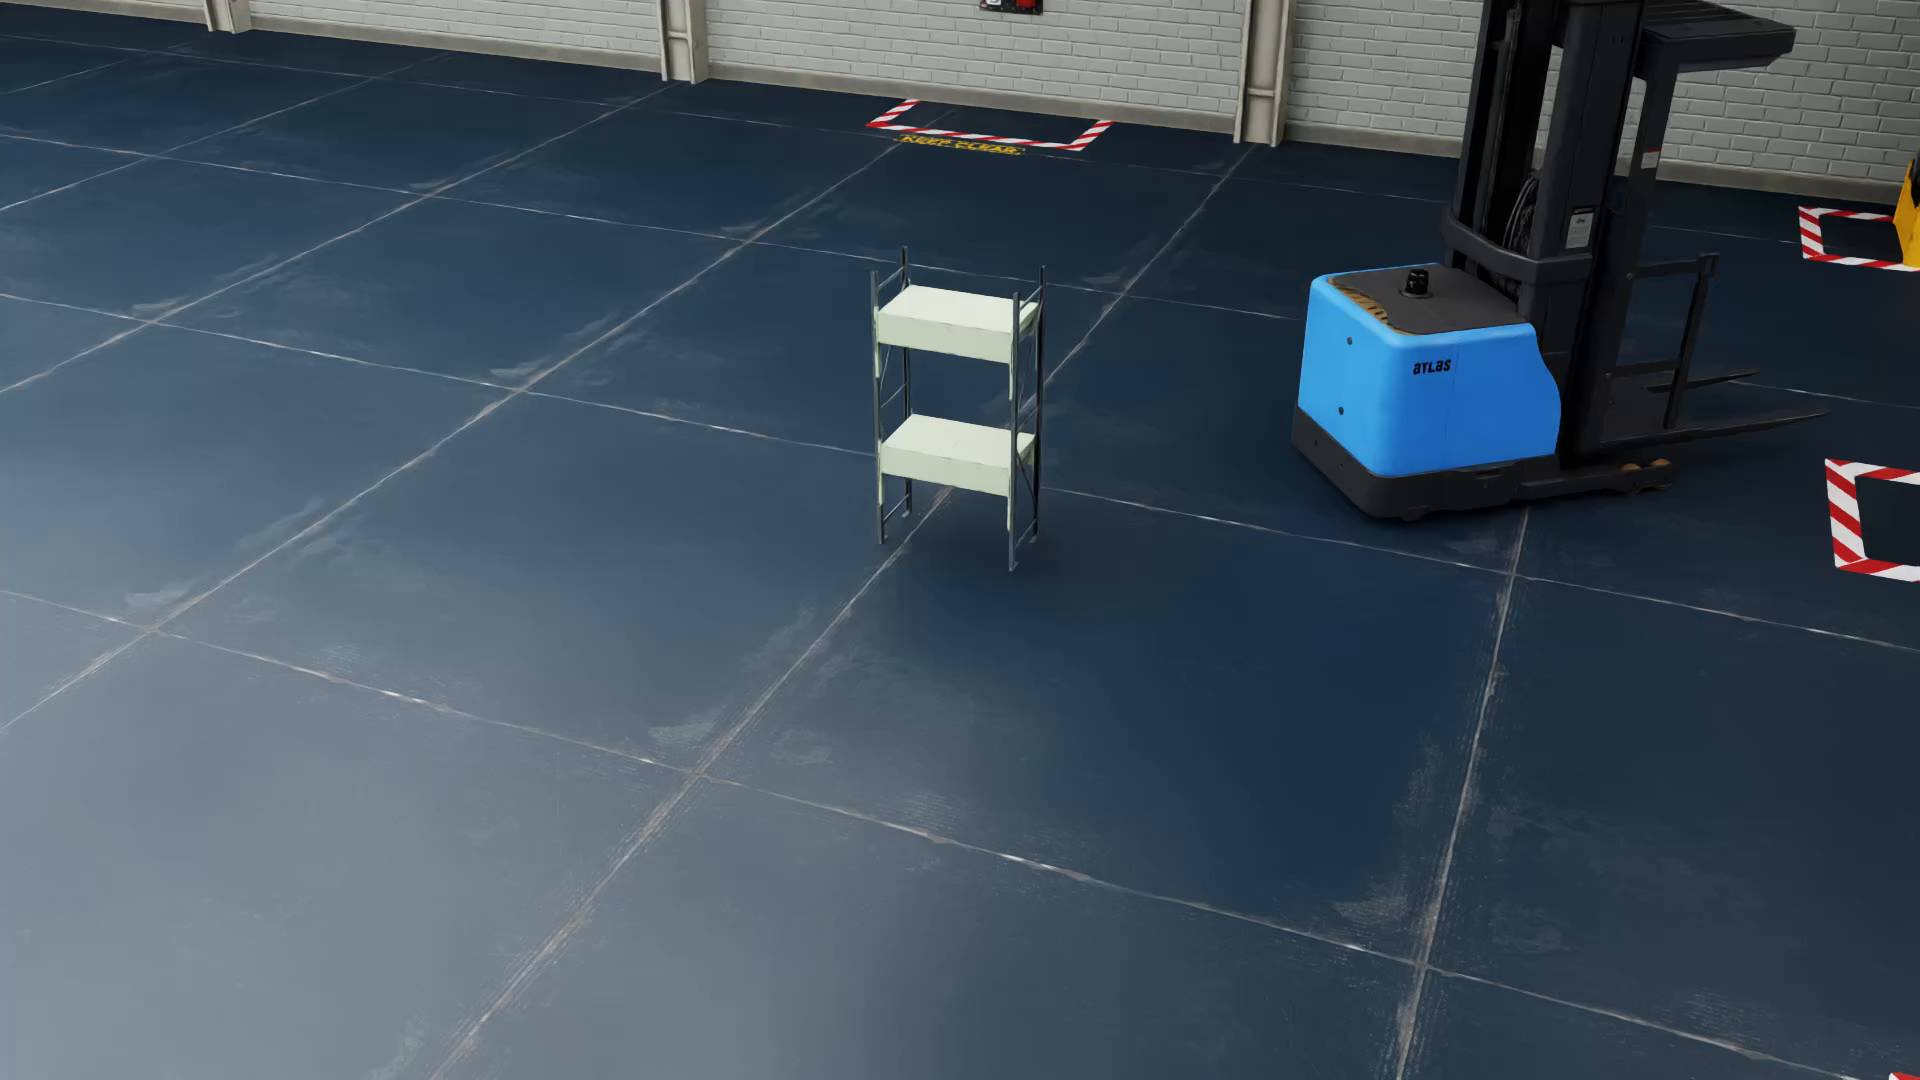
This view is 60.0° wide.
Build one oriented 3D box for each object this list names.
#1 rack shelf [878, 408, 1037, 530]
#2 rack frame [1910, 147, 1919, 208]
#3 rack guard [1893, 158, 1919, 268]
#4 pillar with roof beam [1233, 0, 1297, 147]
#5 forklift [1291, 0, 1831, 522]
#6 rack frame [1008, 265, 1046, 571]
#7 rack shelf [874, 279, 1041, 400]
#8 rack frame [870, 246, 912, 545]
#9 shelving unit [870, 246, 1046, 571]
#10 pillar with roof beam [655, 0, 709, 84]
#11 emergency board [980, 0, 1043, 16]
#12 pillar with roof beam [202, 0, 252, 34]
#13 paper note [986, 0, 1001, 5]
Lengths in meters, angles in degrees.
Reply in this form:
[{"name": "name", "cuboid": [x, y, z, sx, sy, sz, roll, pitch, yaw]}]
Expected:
[{"name": "rack shelf", "cuboid": [-0.006, -0.370, 8.544, 0.720, 0.370, 0.431, 11, 31, 19]}, {"name": "rack frame", "cuboid": [7.318, -3.587, 12.048, 0.127, 3.000, 1.000, 11, 31, 19]}, {"name": "rack guard", "cuboid": [7.388, -2.485, 12.638, 0.348, 0.500, 1.175, 11, 31, 19]}, {"name": "pillar with roof beam", "cuboid": [1.114, -5.611, 9.531, 0.400, 9.000, 9.100, 11, 31, 19]}, {"name": "forklift", "cuboid": [3.488, -1.772, 8.906, 3.031, 2.935, 1.130, -8, 30, -14]}, {"name": "rack frame", "cuboid": [0.333, -0.586, 8.263, 0.023, 1.500, 0.400, 11, 31, 19]}, {"name": "rack shelf", "cuboid": [-0.006, -0.994, 8.191, 0.720, 0.370, 0.431, 11, 31, 19]}, {"name": "rack frame", "cuboid": [-0.345, -0.722, 8.503, 0.023, 1.500, 0.400, 11, 31, 19]}, {"name": "shelving unit", "cuboid": [-0.006, -0.654, 8.383, 0.755, 1.500, 0.431, 11, 31, 19]}, {"name": "pillar with roof beam", "cuboid": [-4.446, -6.721, 11.495, 0.400, 9.000, 9.100, 11, 31, 19]}, {"name": "emergency board", "cuboid": [0.457, -5.437, 15.320, 0.643, 1.169, 0.194, 11, 31, 19]}, {"name": "pillar with roof beam", "cuboid": [-10.006, -7.831, 13.459, 0.400, 9.000, 9.100, 11, 31, 19]}, {"name": "paper note", "cuboid": [0.318, -5.117, 15.650, 0.142, 0.148, 0.016, 11, 31, 19]}]
